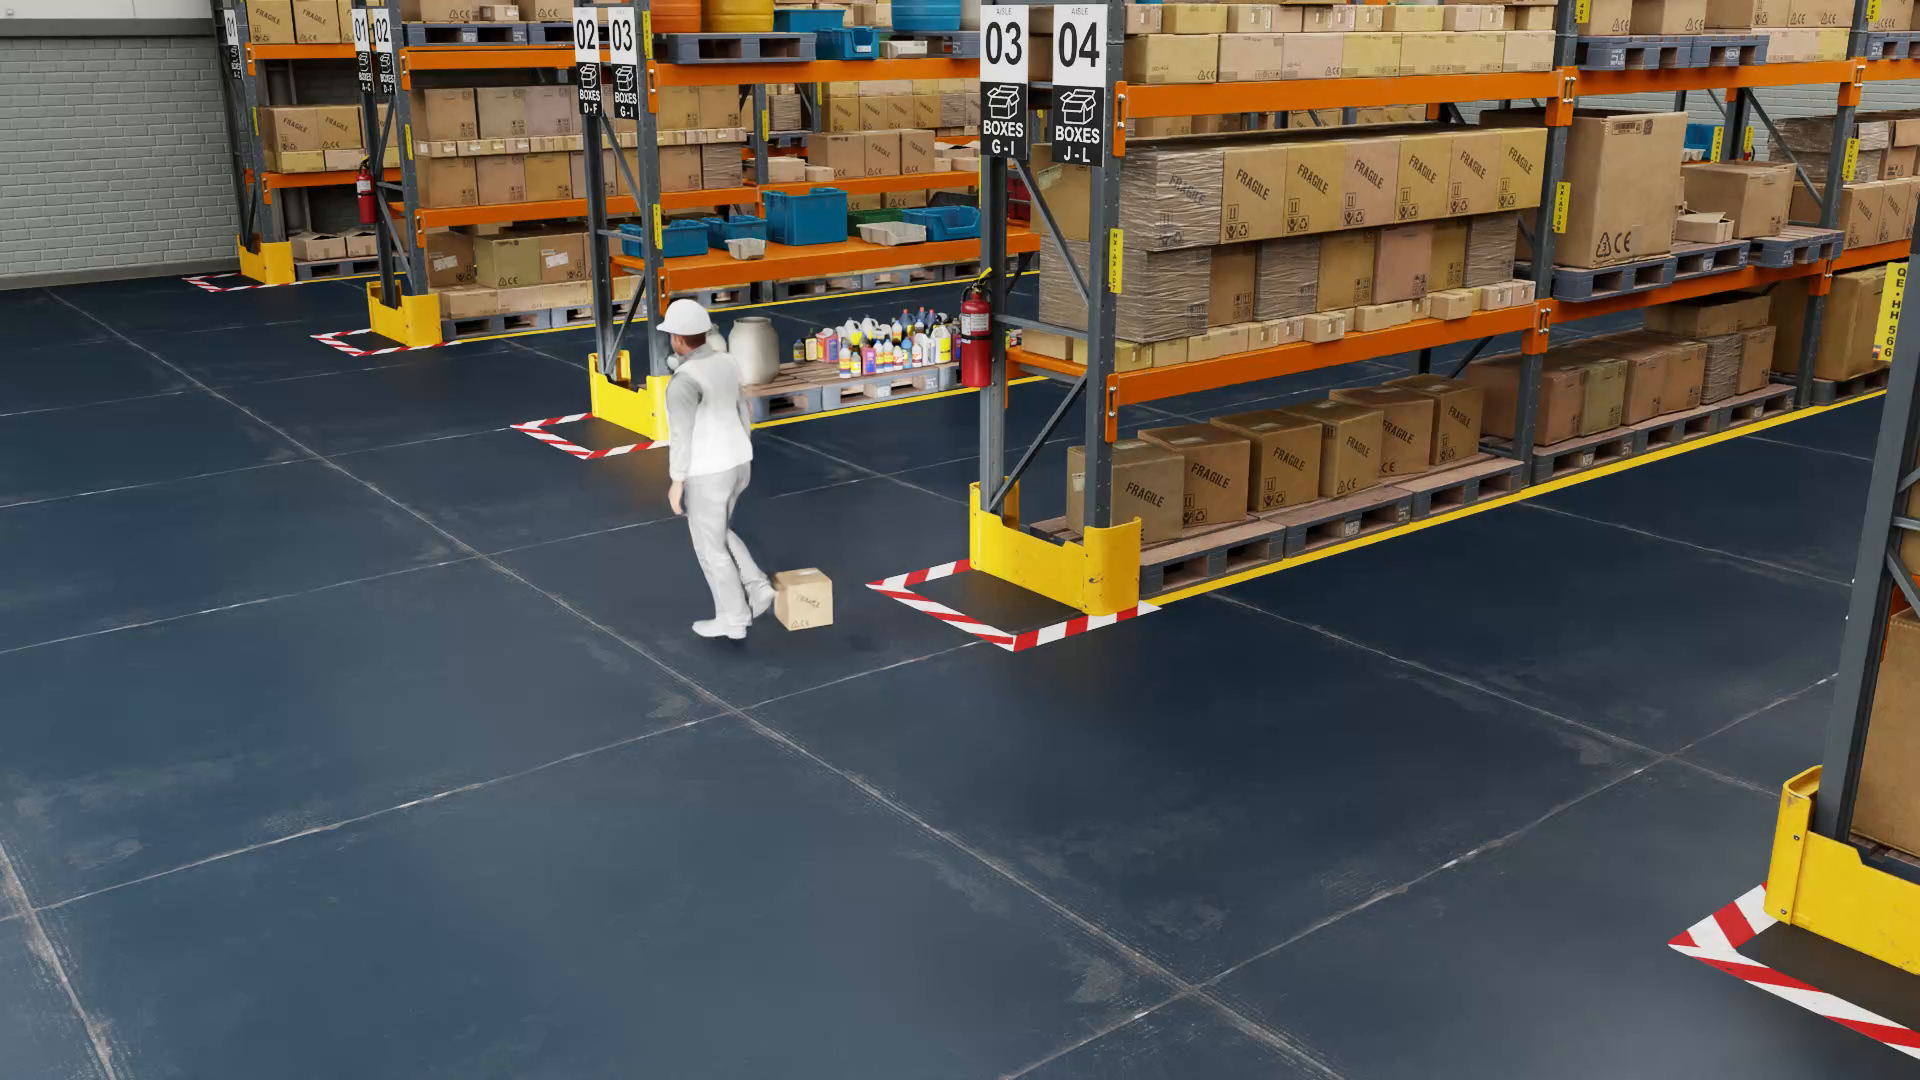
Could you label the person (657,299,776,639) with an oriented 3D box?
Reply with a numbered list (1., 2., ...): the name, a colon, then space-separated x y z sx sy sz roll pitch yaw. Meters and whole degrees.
1. person: -1.267 -0.364 8.576 0.539 1.759 0.568 7 19 21
